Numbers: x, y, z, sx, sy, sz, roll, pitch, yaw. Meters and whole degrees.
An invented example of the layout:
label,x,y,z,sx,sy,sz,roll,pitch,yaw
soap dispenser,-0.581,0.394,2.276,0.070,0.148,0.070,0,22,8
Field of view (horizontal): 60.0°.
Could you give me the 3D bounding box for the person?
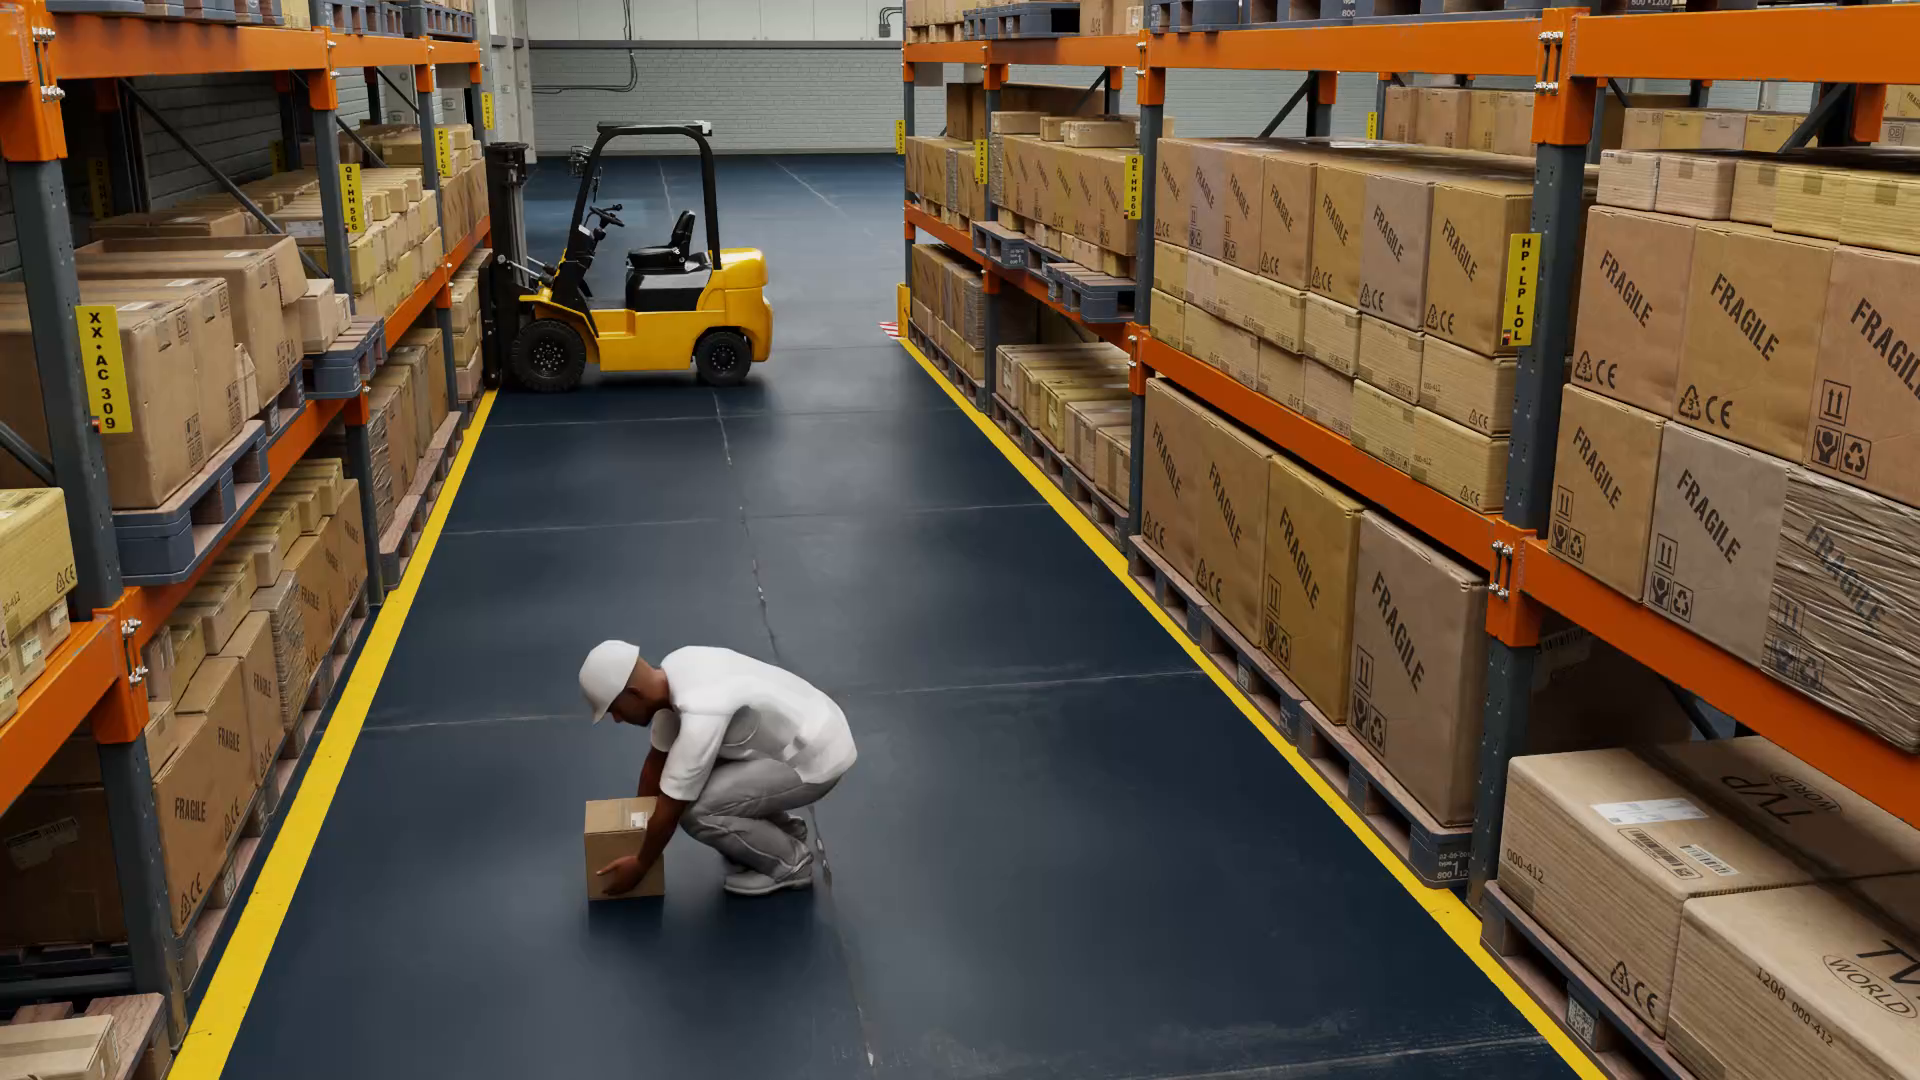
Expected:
label,x,y,z,sx,sy,sz,roll,pitch,yaw
person,-0.794,0.730,5.560,0.896,0.893,0.563,-3,17,-10
